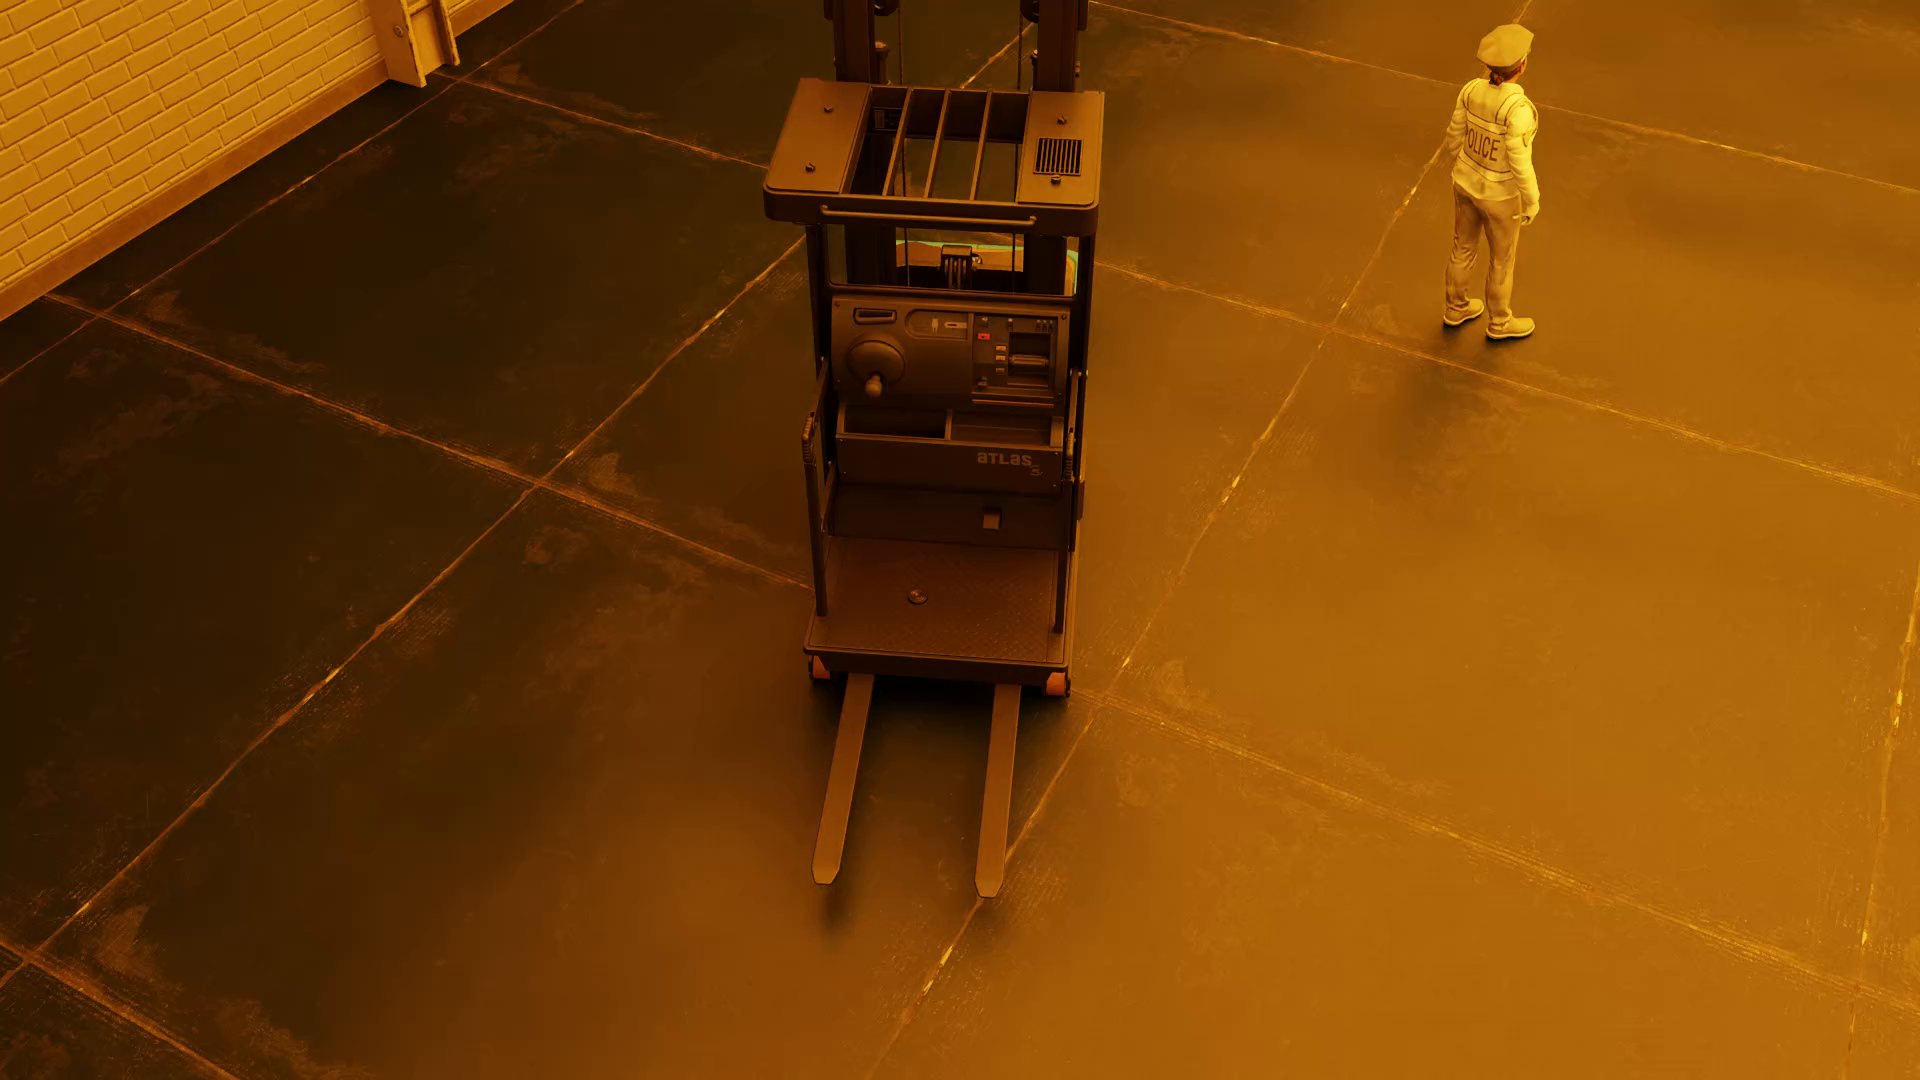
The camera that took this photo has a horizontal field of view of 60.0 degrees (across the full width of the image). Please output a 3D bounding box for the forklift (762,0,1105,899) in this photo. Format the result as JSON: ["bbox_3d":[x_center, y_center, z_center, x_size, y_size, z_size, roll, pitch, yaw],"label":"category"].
[{"bbox_3d":[-0.059,-0.651,6.345,1.130,2.935,3.031,4,43,4],"label":"forklift"}]

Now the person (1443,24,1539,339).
[{"bbox_3d":[2.745,-1.819,8.477,0.532,1.691,0.587,-23,48,-22],"label":"person"}]
